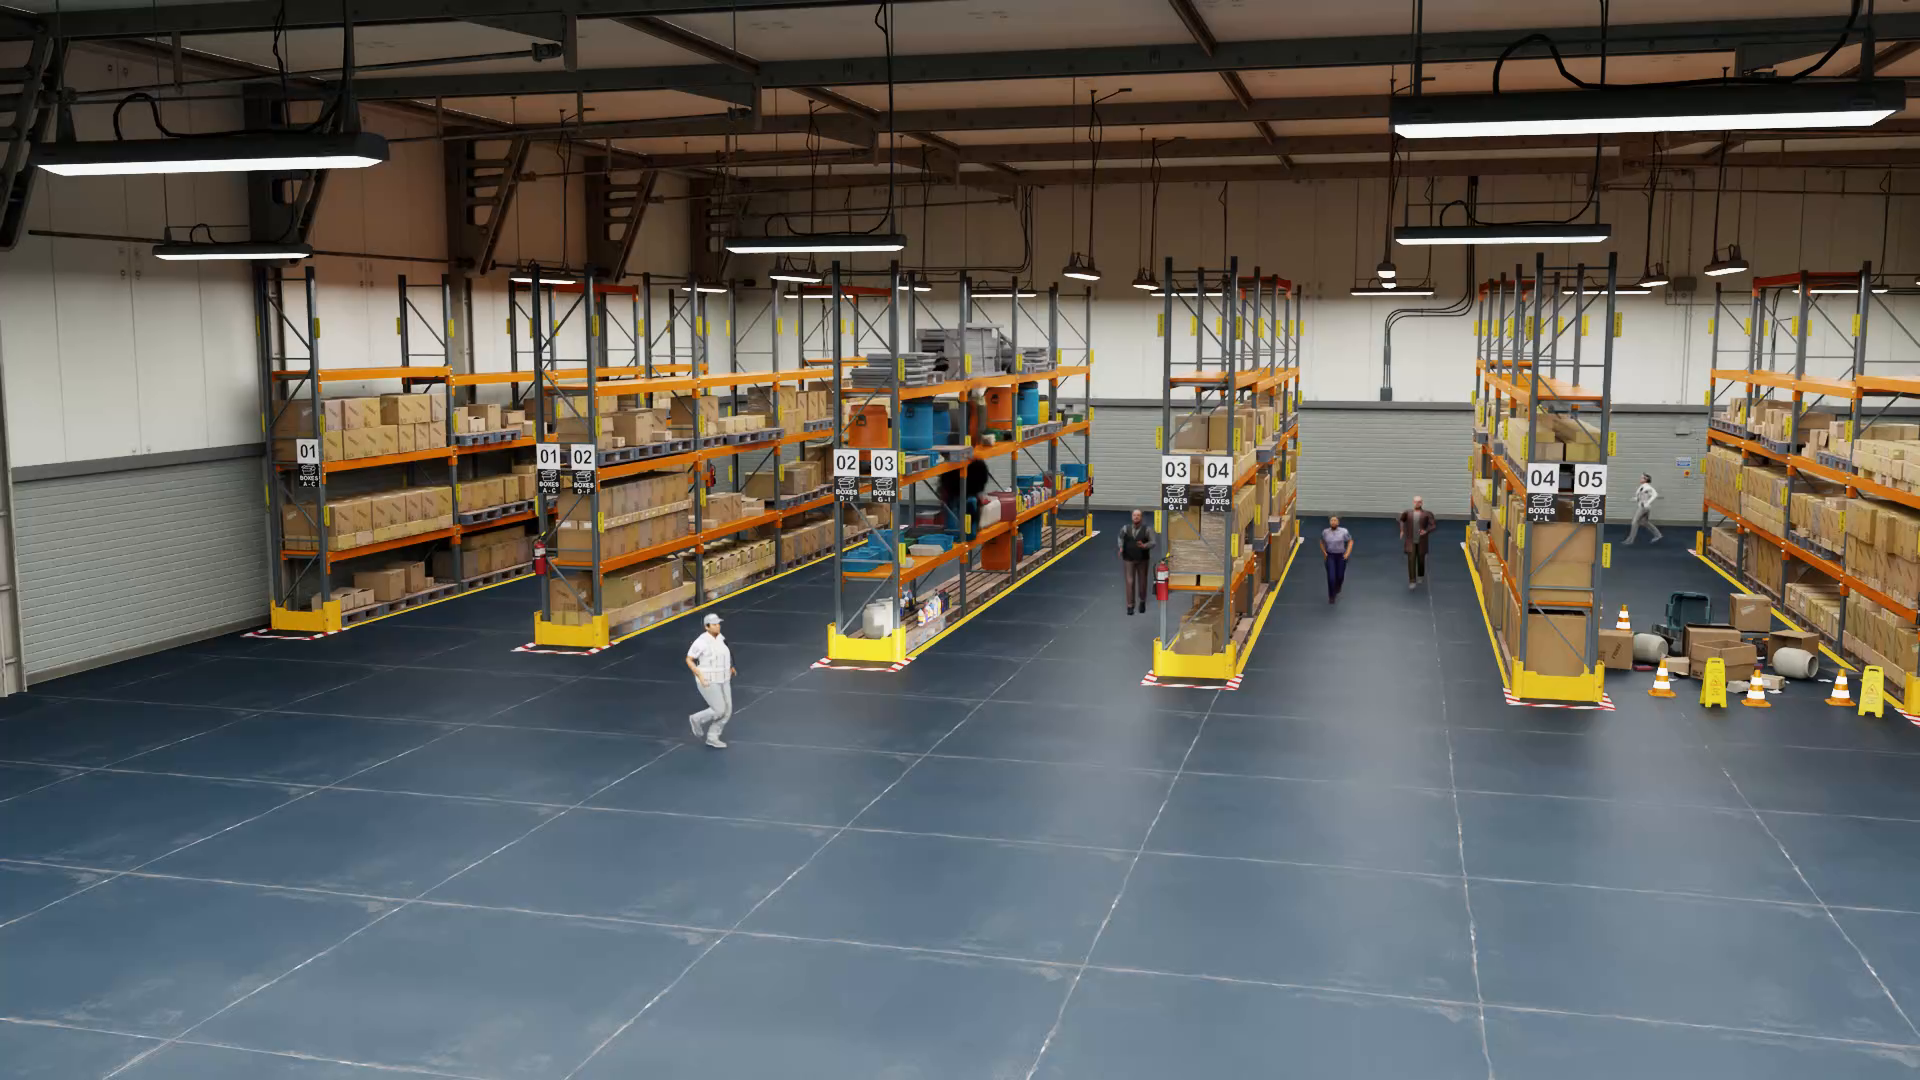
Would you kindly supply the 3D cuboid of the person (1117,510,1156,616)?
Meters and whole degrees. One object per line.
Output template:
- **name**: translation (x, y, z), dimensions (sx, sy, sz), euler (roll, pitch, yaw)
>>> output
- **person**: translation (2.910, 0.379, 27.511), dimensions (0.662, 1.758, 0.897), euler (1, 7, 10)

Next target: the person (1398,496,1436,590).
- **person**: translation (8.817, 0.034, 32.136), dimensions (0.722, 1.770, 0.953), euler (2, 8, 18)

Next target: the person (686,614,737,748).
- **person**: translation (-2.945, 1.688, 19.917), dimensions (0.549, 1.623, 0.608), euler (5, 9, 32)

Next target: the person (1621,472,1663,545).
- **person**: translation (15.832, -0.722, 38.495), dimensions (0.902, 1.711, 0.651), euler (2, 8, 16)

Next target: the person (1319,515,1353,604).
- **person**: translation (6.905, 0.344, 30.565), dimensions (0.610, 1.625, 0.625), euler (2, 8, 17)
